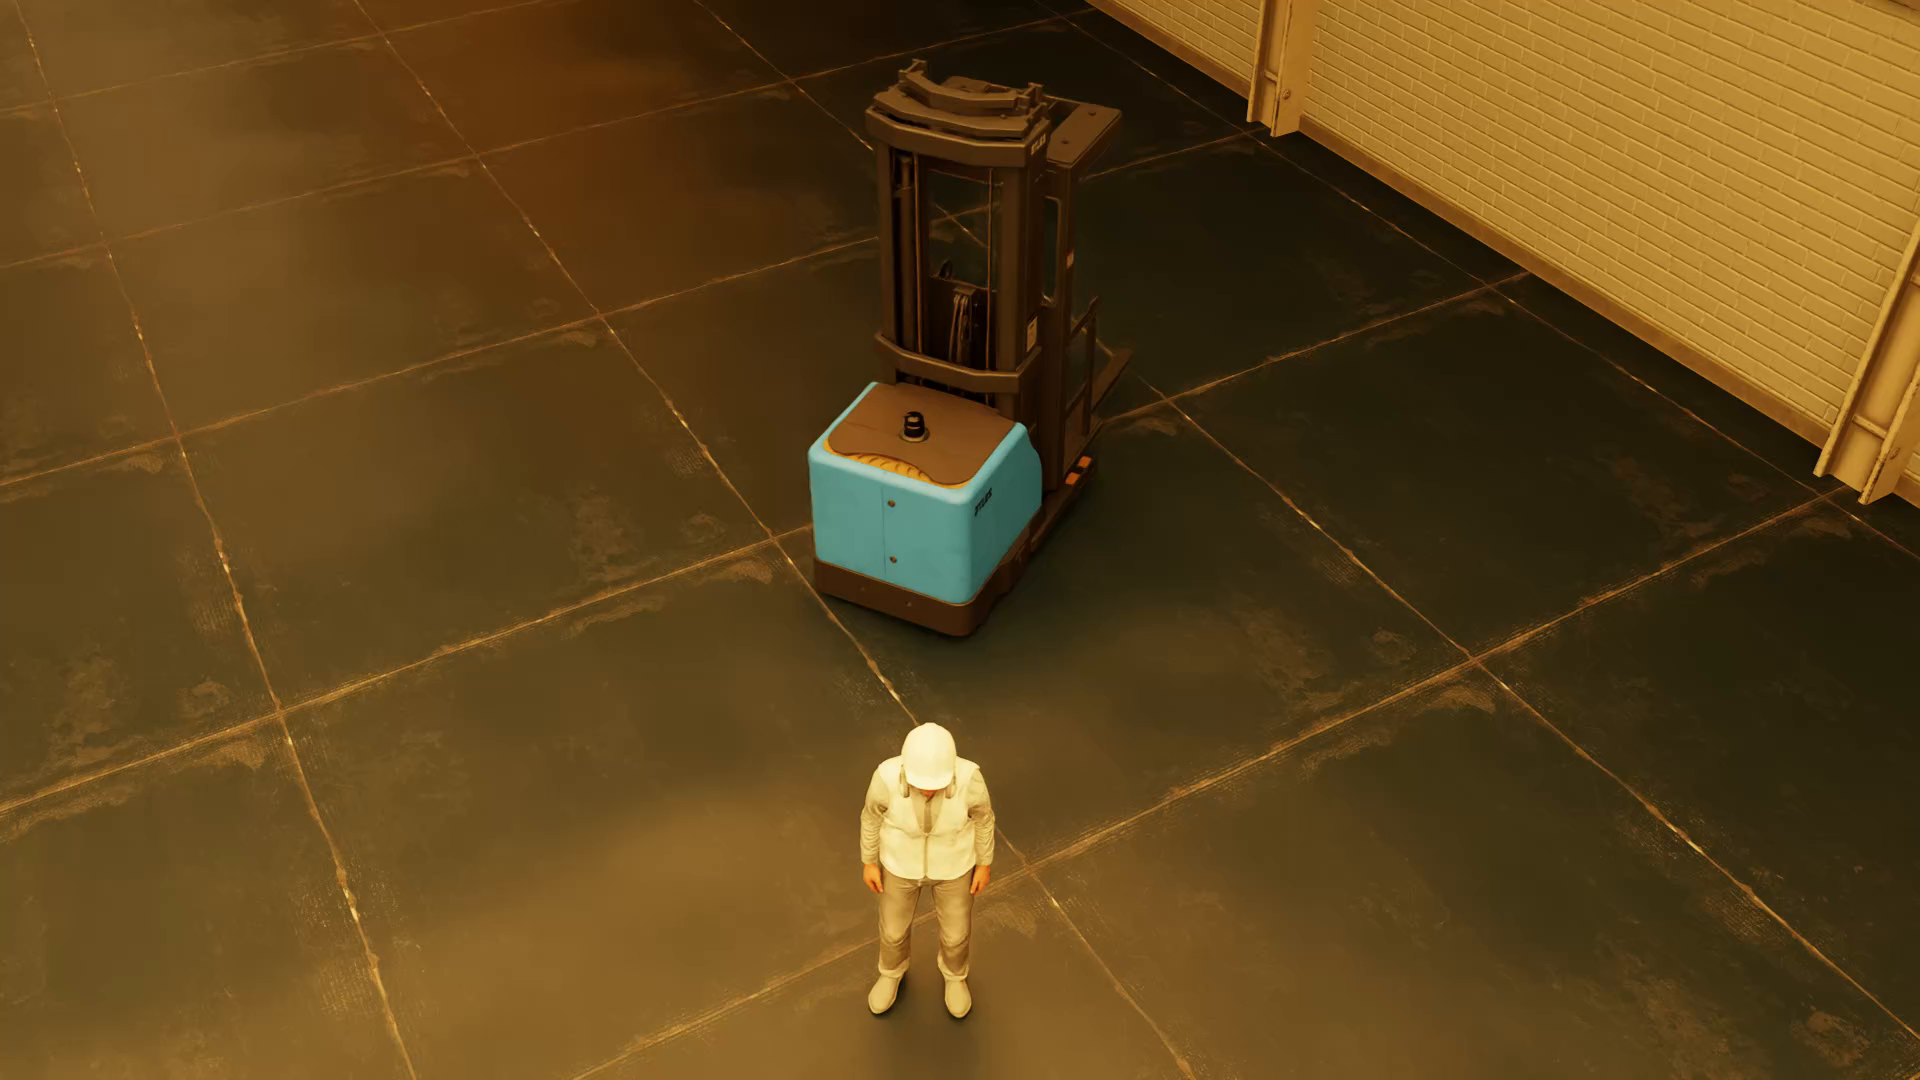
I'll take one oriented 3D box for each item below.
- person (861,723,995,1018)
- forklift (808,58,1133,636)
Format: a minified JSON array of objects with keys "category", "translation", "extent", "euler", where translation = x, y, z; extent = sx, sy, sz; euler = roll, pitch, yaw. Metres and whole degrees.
[{"category":"person","translation":[-0.141,1.408,7.249],"extent":[0.579,1.769,0.466],"euler":[1,40,1]},{"category":"forklift","translation":[0.237,-1.510,9.856],"extent":[1.130,2.935,3.031],"euler":[17,43,20]}]
